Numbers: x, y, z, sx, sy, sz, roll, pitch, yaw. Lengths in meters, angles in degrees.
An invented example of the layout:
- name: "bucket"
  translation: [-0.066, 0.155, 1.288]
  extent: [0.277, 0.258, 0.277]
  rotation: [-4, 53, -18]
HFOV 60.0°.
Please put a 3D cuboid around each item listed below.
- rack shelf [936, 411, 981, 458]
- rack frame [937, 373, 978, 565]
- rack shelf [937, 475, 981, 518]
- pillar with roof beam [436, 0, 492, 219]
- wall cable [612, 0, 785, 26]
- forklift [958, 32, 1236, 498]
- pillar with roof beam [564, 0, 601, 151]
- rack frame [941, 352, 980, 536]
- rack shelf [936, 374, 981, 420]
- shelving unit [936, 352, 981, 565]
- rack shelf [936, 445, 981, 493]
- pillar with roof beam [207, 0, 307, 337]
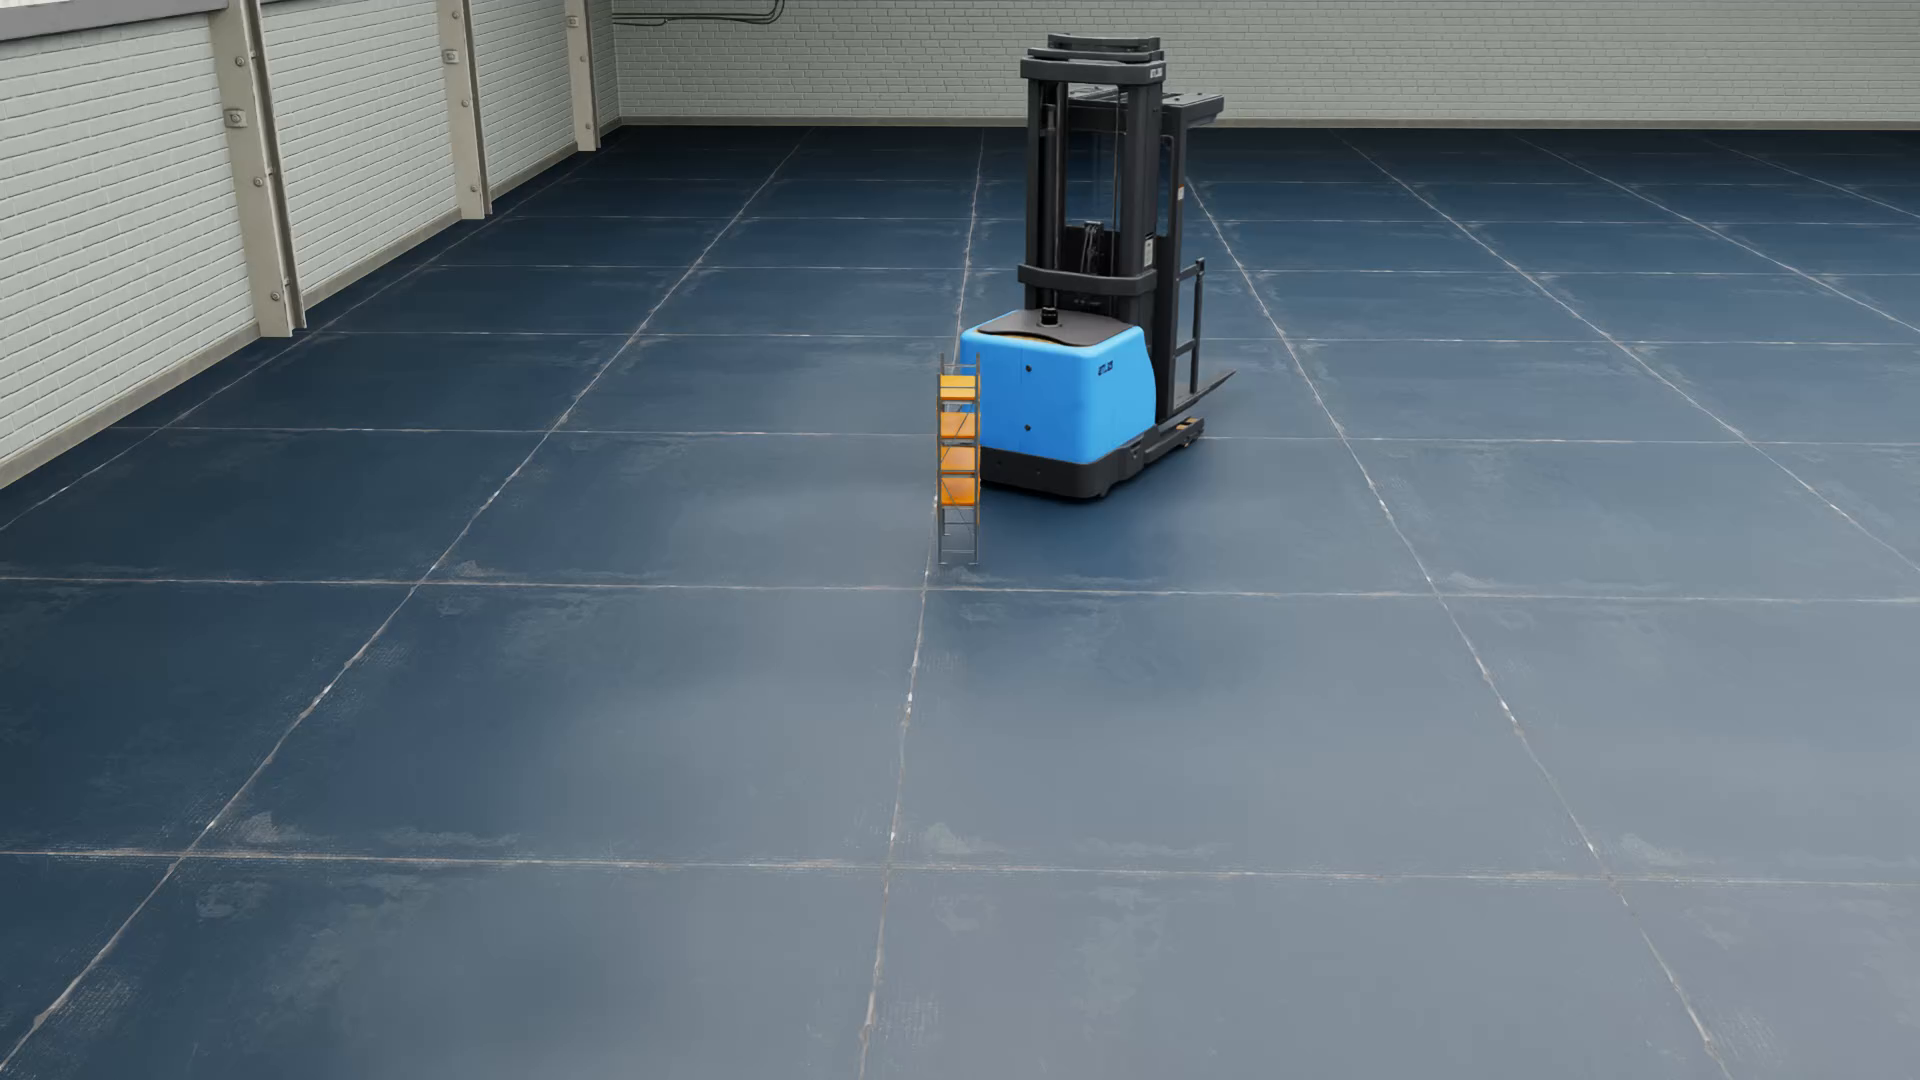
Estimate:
- name: "rack shelf"
  translation: [-0.005, -0.645, 10.101]
  extent: [0.258, 0.148, 0.480]
  rotation: [1, 21, 2]
- name: "rack frame"
  translation: [-0.012, -0.411, 9.930]
  extent: [0.240, 1.200, 0.015]
  rotation: [1, 21, 2]
- name: "rack shelf"
  translation: [-0.005, -0.252, 10.254]
  extent: [0.258, 0.148, 0.480]
  rotation: [1, 21, 2]
- name: "pillar with roof beam"
  translation: [-1.852, -8.266, 19.392]
  extent: [9.100, 9.000, 0.400]
  rotation: [1, 21, 2]
- name: "wall cable"
  translation: [-4.562, -10.085, 28.374]
  extent: [3.097, 2.526, 0.112]
  rotation: [1, 21, 2]
- name: "forklift"
  translation: [1.172, -2.130, 11.966]
  extent: [1.130, 2.935, 3.031]
  rotation: [12, 24, 28]
- name: "pillar with roof beam"
  translation: [-1.670, -10.435, 24.983]
  extent: [9.100, 9.000, 0.400]
  rotation: [1, 21, 2]
- name: "rack frame"
  translation: [0.002, -0.588, 10.385]
  extent: [0.240, 1.200, 0.015]
  rotation: [1, 21, 2]
- name: "rack shelf"
  translation: [-0.005, -0.866, 10.015]
  extent: [0.258, 0.148, 0.480]
  rotation: [1, 21, 2]
- name: "shelving unit"
  translation: [-0.005, -0.500, 10.158]
  extent: [0.258, 1.200, 0.503]
  rotation: [1, 21, 2]
- name: "rack shelf"
  translation: [-0.005, -0.437, 10.182]
  extent: [0.258, 0.148, 0.480]
  rotation: [1, 21, 2]
- name: "pillar with roof beam"
  translation: [-2.035, -6.096, 13.801]
  extent: [9.100, 9.000, 0.400]
  rotation: [1, 21, 2]
